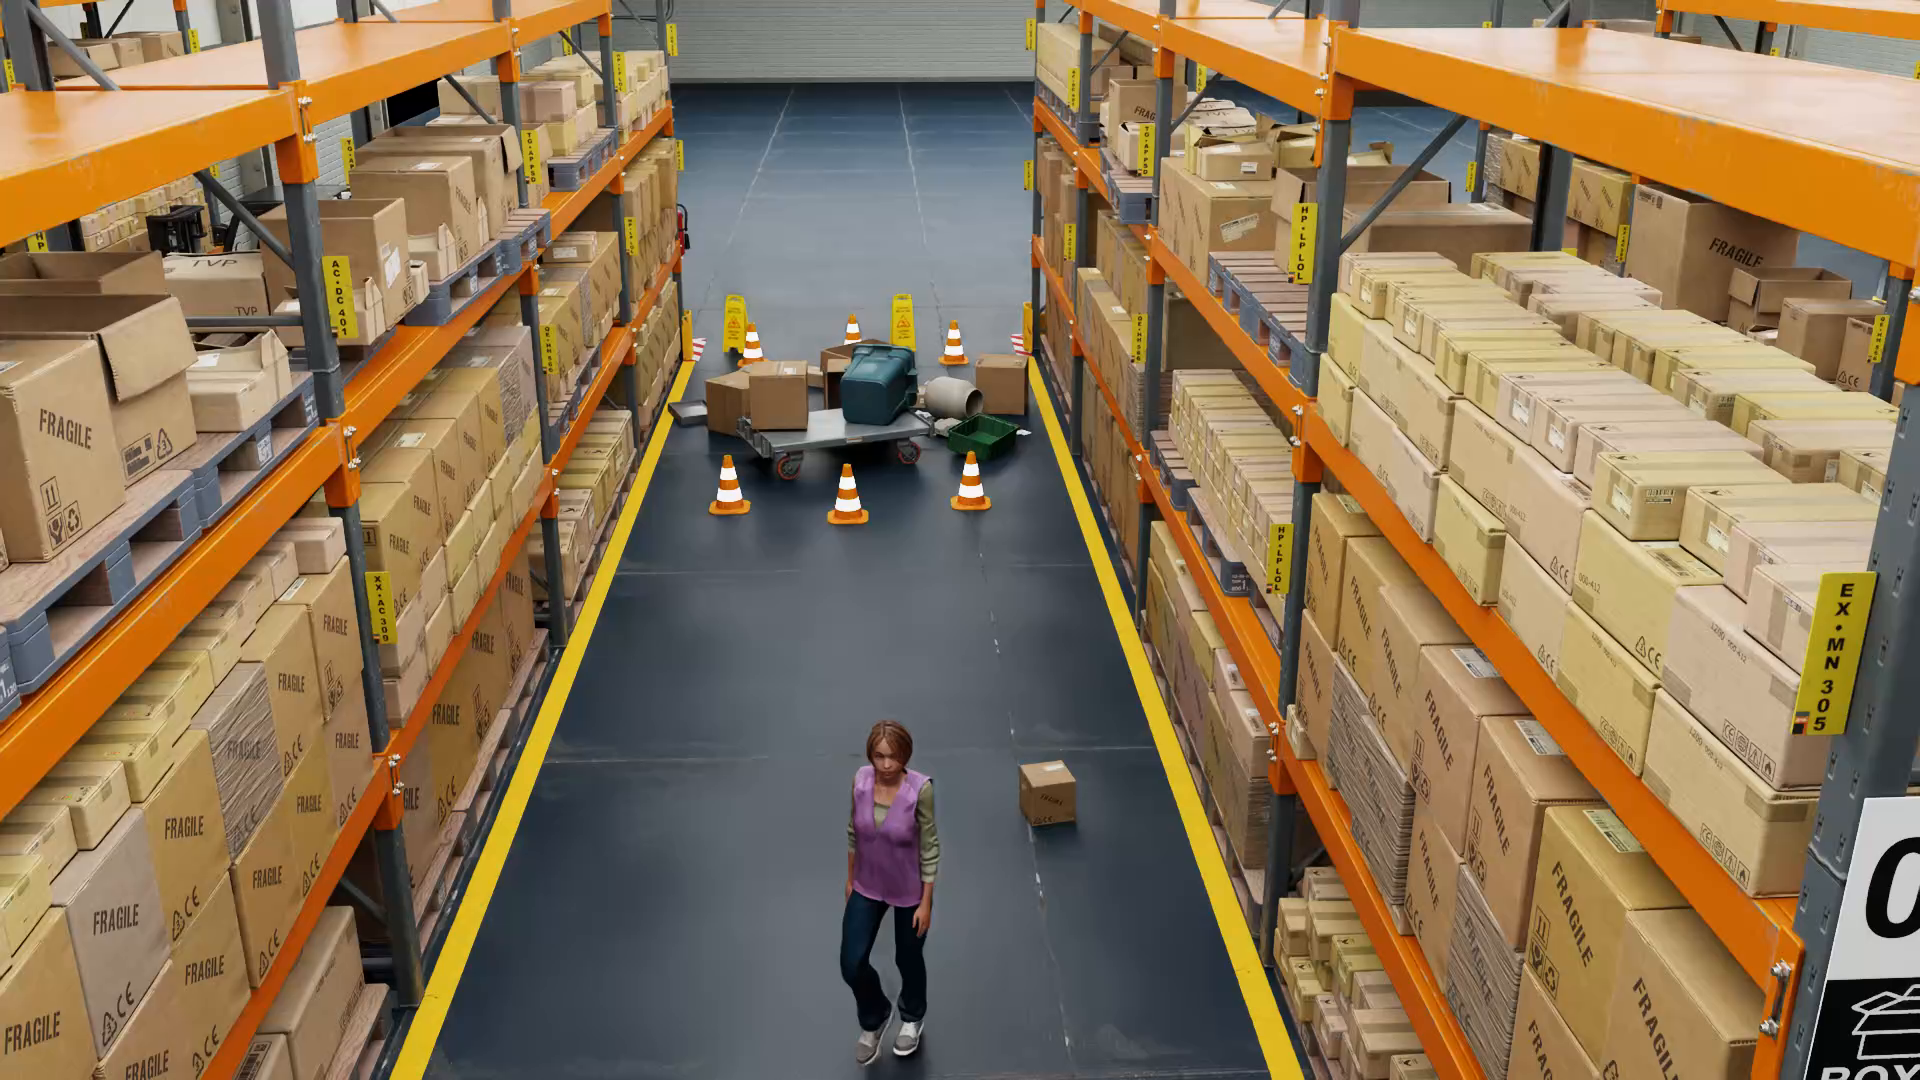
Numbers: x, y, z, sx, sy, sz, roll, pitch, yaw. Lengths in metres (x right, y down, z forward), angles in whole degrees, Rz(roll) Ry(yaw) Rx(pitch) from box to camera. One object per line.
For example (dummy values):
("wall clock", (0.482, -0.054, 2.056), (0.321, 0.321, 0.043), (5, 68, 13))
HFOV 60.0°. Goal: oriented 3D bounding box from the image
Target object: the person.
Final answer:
("person", (-0.297, 1.516, 7.053), (0.442, 1.623, 0.468), (5, 21, 13))
